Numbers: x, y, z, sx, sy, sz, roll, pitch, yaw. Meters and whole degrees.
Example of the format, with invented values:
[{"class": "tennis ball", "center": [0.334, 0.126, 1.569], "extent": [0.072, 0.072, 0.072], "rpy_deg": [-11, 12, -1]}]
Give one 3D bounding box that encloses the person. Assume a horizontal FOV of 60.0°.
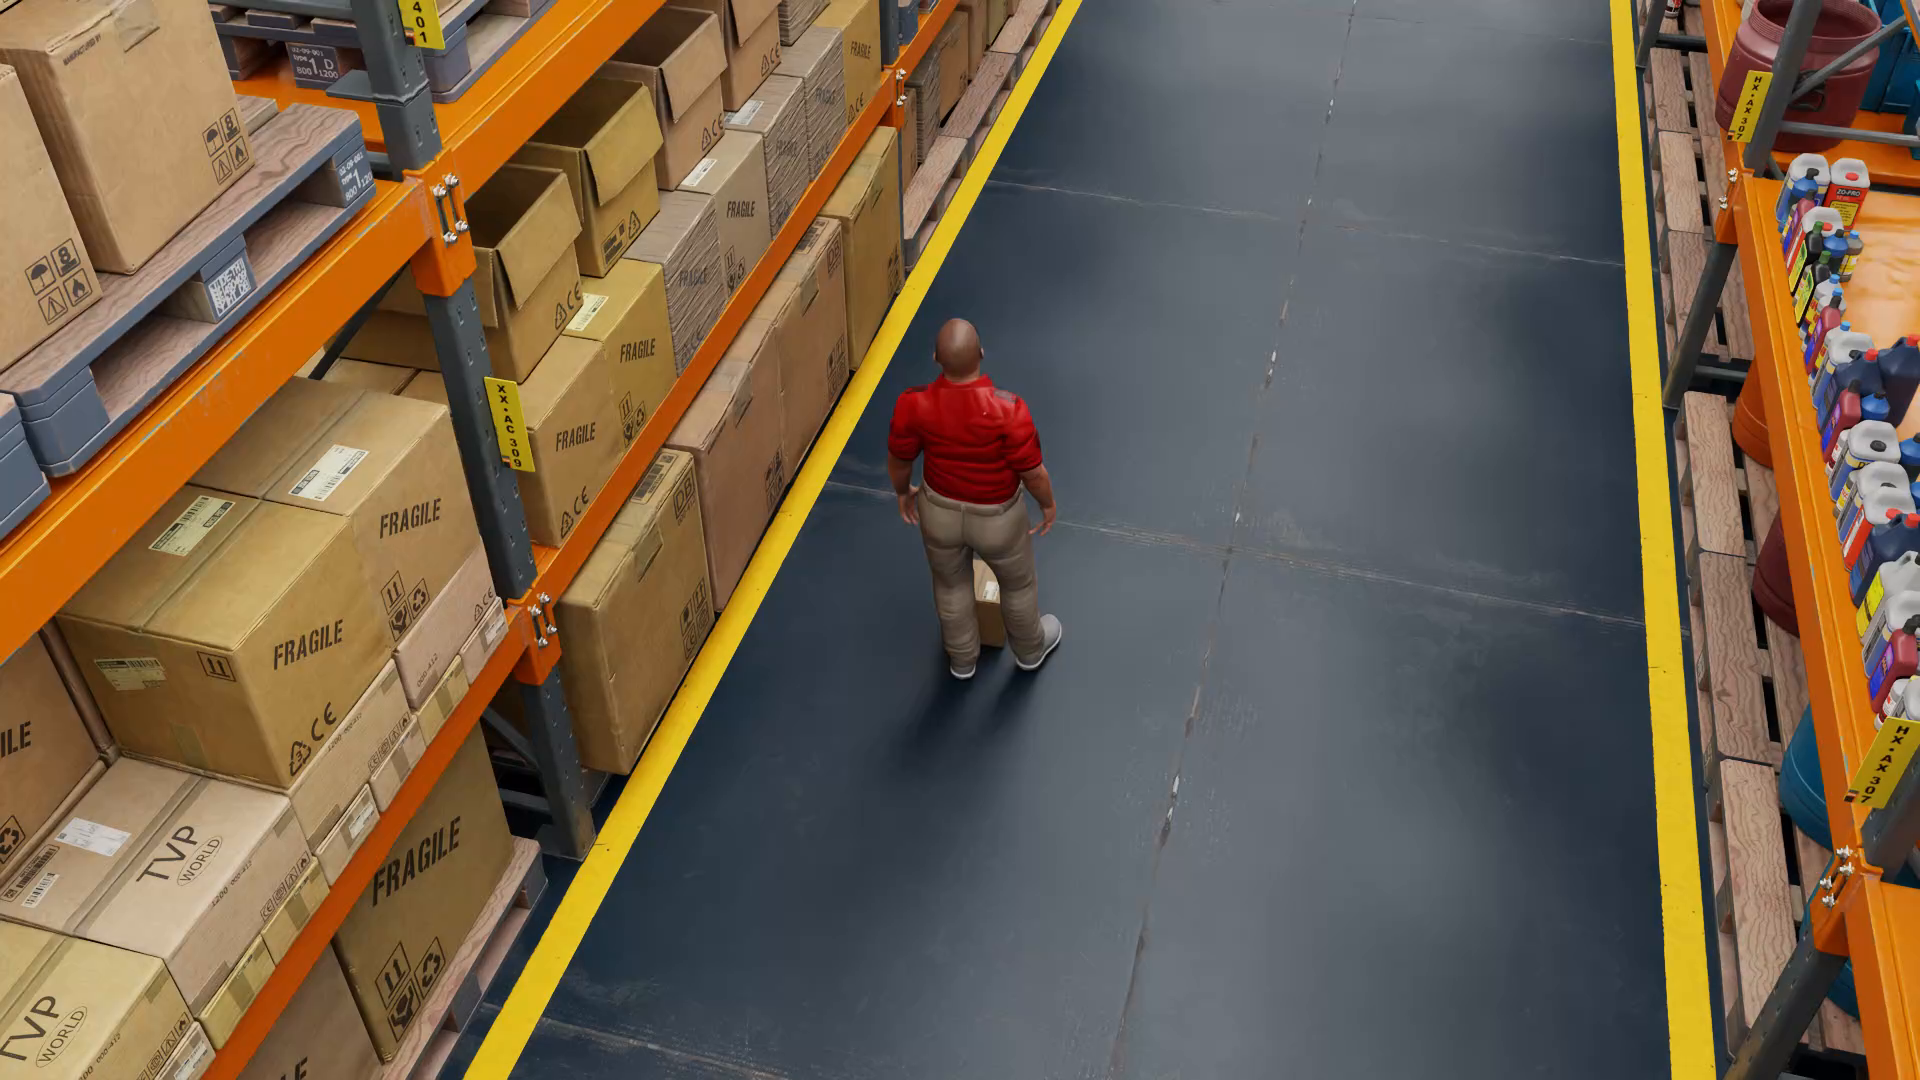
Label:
[{"class": "person", "center": [0.073, -0.170, 6.355], "extent": [0.639, 1.727, 0.551], "rpy_deg": [9, 42, 10]}]
